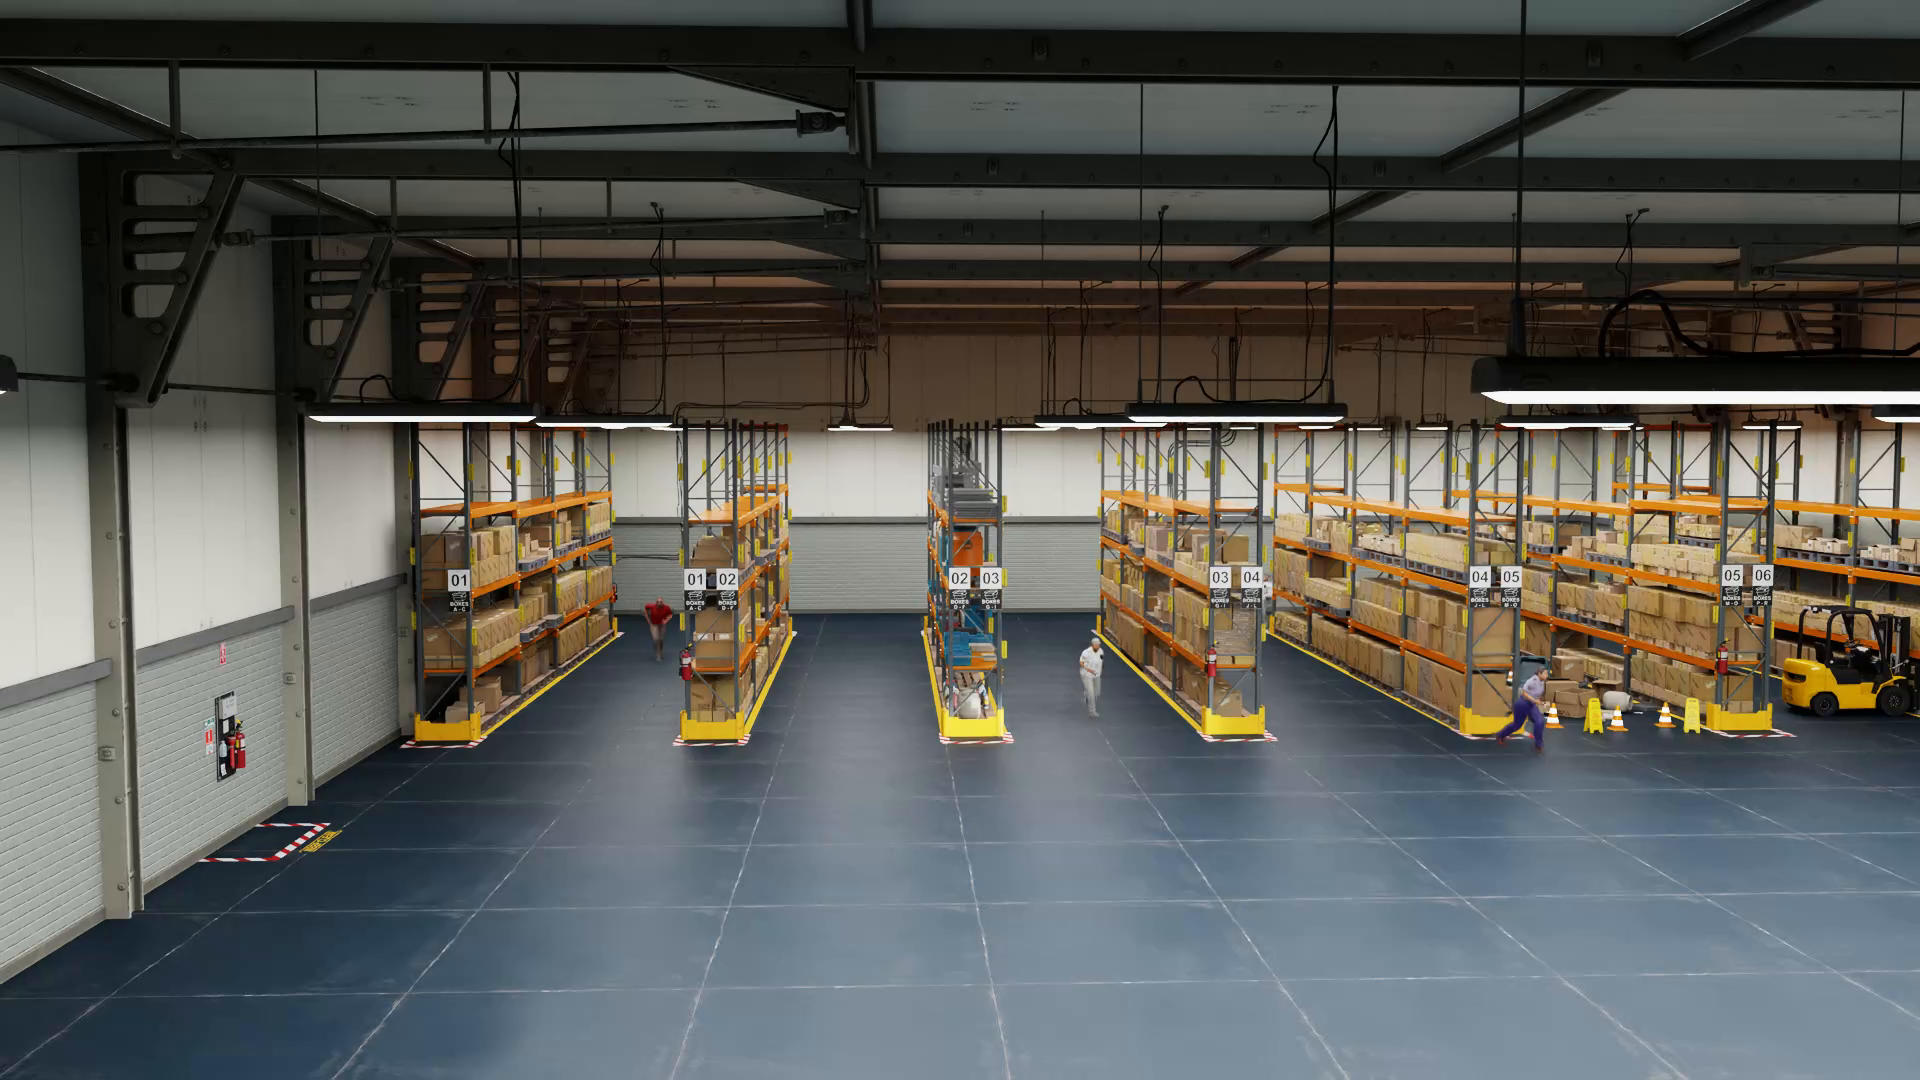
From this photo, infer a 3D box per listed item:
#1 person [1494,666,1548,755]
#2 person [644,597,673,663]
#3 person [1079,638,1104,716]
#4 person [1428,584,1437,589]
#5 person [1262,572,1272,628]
[{"bbox_3d":[10.120,3.046,29.933,0.976,1.623,0.644,3,5,40],"label":"person"},{"bbox_3d":[-7.609,2.242,42.005,0.705,1.696,1.021,-1,4,-10],"label":"person"},{"bbox_3d":[2.669,2.773,33.826,0.572,1.609,0.739,-1,4,-20],"label":"person"},{"bbox_3d":[14.310,1.695,50.361,0.660,1.595,0.553,-2,4,-24],"label":"person"},{"bbox_3d":[8.892,1.771,48.850,0.545,1.651,0.609,-3,5,-40],"label":"person"}]
